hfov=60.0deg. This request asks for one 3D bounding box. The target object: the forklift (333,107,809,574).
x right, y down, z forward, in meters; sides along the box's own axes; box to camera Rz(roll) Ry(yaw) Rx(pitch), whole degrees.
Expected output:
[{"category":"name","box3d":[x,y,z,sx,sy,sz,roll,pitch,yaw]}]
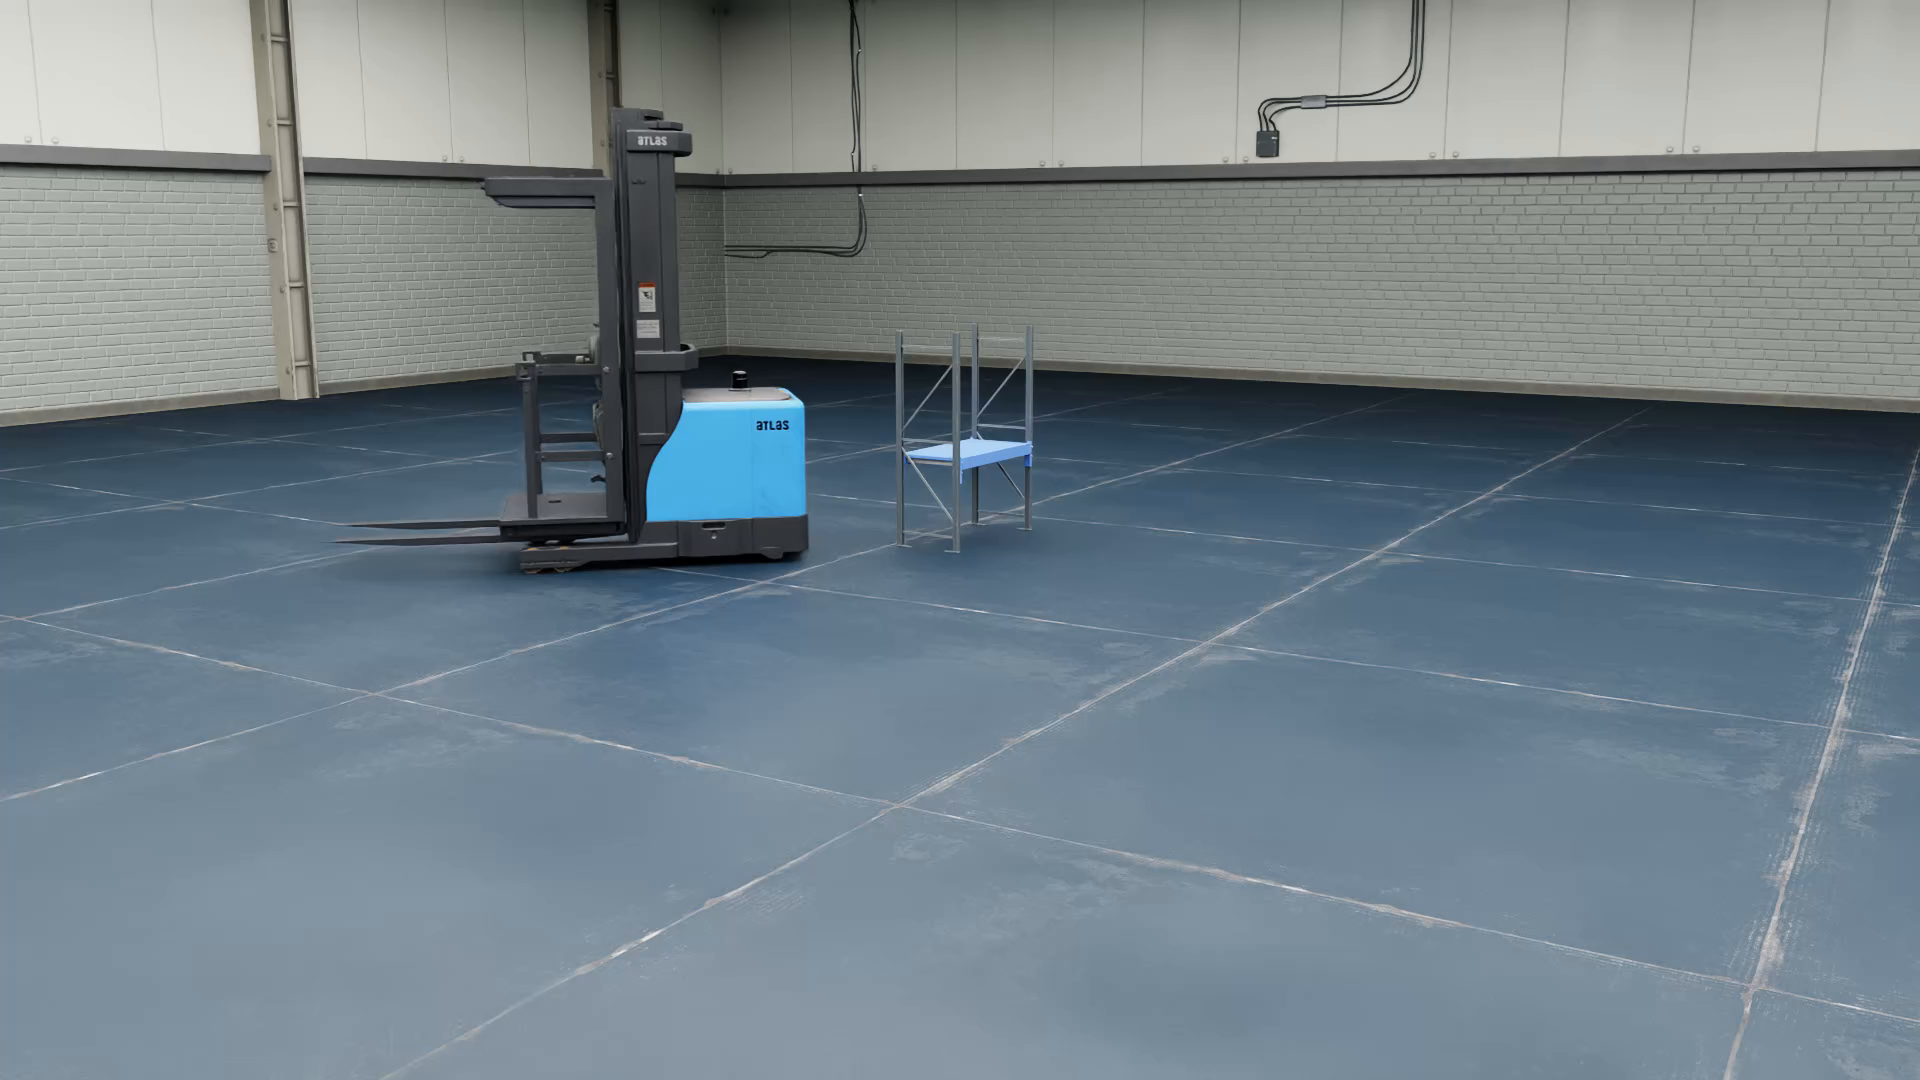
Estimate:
[{"category":"forklift","box3d":[-2.587,-1.330,11.009,3.031,2.935,1.130,-2,11,-12]}]

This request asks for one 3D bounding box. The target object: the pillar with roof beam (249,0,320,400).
[{"category":"pillar with roof beam","box3d":[-4.974,-5.868,18.758,9.100,9.000,0.400,6,12,31]}]

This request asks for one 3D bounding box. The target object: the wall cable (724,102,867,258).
[{"category":"wall cable","box3d":[-2.879,-6.034,28.082,3.097,2.526,0.112,6,12,31]}]

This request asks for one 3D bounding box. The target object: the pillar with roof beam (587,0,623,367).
[{"category":"pillar with roof beam","box3d":[-1.859,-6.812,23.799,9.100,9.000,0.400,6,12,31]}]

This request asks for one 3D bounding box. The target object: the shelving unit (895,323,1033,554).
[{"category":"shelving unit","box3d":[0.044,-0.751,11.802,0.538,1.500,1.048,6,12,31]}]

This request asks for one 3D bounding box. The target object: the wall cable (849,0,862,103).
[{"category":"wall cable","box3d":[-0.567,-8.258,26.236,3.097,2.526,0.112,6,12,31]}]

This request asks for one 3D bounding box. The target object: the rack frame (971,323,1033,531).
[{"category":"rack frame","box3d":[0.308,-0.831,12.229,0.500,1.500,0.032,6,12,31]}]

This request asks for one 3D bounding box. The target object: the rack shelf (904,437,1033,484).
[{"category":"rack shelf","box3d":[0.044,-0.574,11.835,0.538,0.185,1.000,6,12,31]}]

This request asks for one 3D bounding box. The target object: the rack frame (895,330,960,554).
[{"category":"rack frame","box3d":[-0.220,-0.671,11.375,0.500,1.500,0.032,6,12,31]}]

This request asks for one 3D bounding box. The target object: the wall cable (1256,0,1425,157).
[{"category":"wall cable","box3d":[5.226,-8.322,22.625,2.305,6.003,0.169,6,12,31]}]
